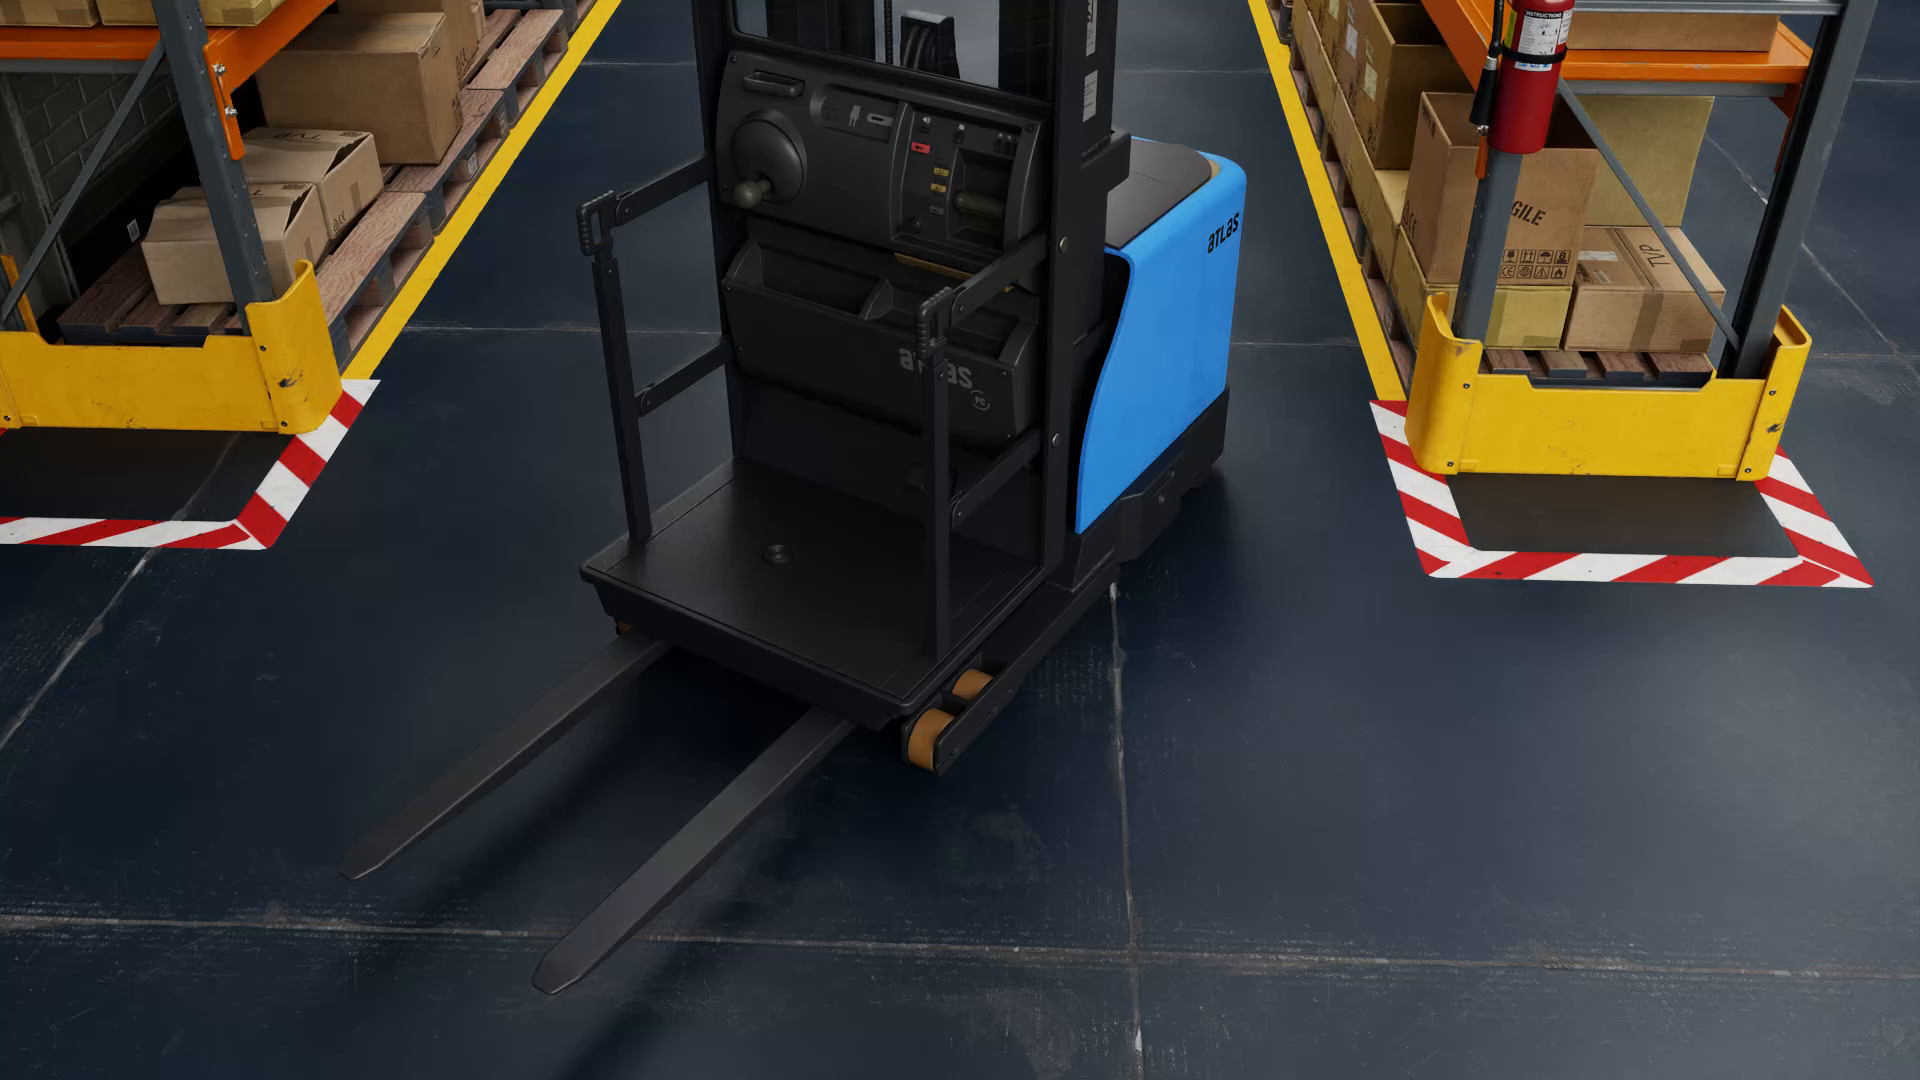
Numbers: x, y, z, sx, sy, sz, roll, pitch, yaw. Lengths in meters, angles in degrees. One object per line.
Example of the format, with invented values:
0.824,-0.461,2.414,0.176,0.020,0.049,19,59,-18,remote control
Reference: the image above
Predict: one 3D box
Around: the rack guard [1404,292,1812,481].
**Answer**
2.129,-0.513,5.545,1.175,0.500,0.348,1,35,2,rack guard

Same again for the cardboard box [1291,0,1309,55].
1.969,-2.635,8.417,0.500,0.250,0.500,1,35,2,cardboard box

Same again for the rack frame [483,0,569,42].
-2.659,-3.960,8.276,1.000,3.000,0.127,1,35,2,rack frame

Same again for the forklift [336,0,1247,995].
-0.333,-0.897,3.977,1.130,2.935,3.031,20,40,26,forklift

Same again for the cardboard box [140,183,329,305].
-2.702,-1.137,6.215,0.500,0.311,0.500,-2,35,-3,cardboard box

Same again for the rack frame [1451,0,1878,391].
2.130,-1.550,4.846,1.000,3.000,0.127,1,35,2,rack frame

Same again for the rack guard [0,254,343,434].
-2.817,-0.683,5.787,1.175,0.500,0.348,1,35,2,rack guard

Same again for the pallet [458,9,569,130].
-2.651,-2.433,8.528,1.003,0.211,1.213,1,35,2,pallet

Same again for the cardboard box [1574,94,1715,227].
2.392,-1.494,6.140,0.500,0.500,0.500,1,35,2,cardboard box

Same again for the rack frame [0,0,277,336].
-2.820,-1.662,5.006,1.000,3.000,0.127,1,35,2,rack frame

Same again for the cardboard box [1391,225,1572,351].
1.856,-0.911,5.964,0.500,0.250,0.500,1,35,2,cardboard box

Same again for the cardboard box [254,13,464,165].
-2.600,-1.963,7.225,0.700,0.500,0.500,-1,35,-1,cardboard box

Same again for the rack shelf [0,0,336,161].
-2.740,-2.517,6.848,1.077,0.370,4.000,1,35,2,rack shelf

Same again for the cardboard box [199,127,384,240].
-2.679,-1.465,6.681,0.500,0.311,0.500,4,35,6,cardboard box

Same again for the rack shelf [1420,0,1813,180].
2.210,-2.404,6.688,1.077,0.370,4.000,1,35,2,rack shelf

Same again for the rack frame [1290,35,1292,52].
2.290,-3.848,8.116,1.000,3.000,0.127,1,35,2,rack frame

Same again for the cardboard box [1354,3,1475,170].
1.879,-1.793,6.567,0.500,0.500,0.500,1,35,2,cardboard box

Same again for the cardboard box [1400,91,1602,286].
1.854,-1.218,5.749,0.500,0.500,0.500,1,35,2,cardboard box

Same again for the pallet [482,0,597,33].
-2.630,-3.267,9.714,1.003,0.211,1.213,1,35,2,pallet

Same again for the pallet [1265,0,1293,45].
2.281,-3.131,9.522,1.003,0.211,1.213,1,35,2,pallet

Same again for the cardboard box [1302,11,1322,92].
1.944,-2.348,8.008,0.500,0.250,0.500,1,35,2,cardboard box

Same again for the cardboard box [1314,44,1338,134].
1.918,-2.061,7.600,0.500,0.250,0.500,1,35,2,cardboard box

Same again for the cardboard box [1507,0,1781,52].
2.161,-1.859,5.199,0.700,0.500,0.500,1,35,2,cardboard box

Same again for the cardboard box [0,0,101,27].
-2.995,-1.882,5.432,0.500,0.250,0.500,2,35,3,cardboard box

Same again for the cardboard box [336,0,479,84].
-2.661,-2.520,8.019,0.500,0.500,0.500,-1,35,-2,cardboard box

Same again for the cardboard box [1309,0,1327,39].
1.947,-2.655,7.793,0.500,0.500,0.500,1,35,2,cardboard box

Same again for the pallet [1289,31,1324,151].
2.217,-2.251,8.269,1.003,0.211,1.213,1,35,2,pallet

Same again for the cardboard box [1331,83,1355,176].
1.904,-1.774,7.191,0.500,0.250,0.500,1,35,2,cardboard box

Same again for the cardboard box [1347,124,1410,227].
1.882,-1.486,6.782,0.500,0.250,0.500,1,35,2,cardboard box

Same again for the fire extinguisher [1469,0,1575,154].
1.661,-1.461,4.787,0.296,0.674,0.183,1,35,2,fire extinguisher

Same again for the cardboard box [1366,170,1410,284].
1.864,-1.199,6.373,0.500,0.250,0.500,1,35,2,cardboard box

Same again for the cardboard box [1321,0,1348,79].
1.919,-2.368,7.384,0.500,0.500,0.500,1,35,2,cardboard box

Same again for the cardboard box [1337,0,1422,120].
1.901,-2.080,6.975,0.500,0.500,0.500,1,35,2,cardboard box

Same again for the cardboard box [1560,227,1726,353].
2.374,-0.899,5.947,0.500,0.250,0.500,1,35,2,cardboard box

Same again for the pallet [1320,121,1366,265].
2.170,-1.548,7.269,1.003,0.211,1.213,1,35,2,pallet

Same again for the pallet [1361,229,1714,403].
2.119,-0.849,6.275,1.003,0.211,1.213,1,35,2,pallet

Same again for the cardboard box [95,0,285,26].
-2.483,-1.882,5.432,0.500,0.250,0.500,0,35,1,cardboard box

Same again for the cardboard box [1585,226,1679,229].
2.390,-1.187,6.356,0.500,0.250,0.500,1,35,2,cardboard box

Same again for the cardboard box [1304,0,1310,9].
1.959,-2.942,8.202,0.500,0.500,0.500,1,35,2,cardboard box

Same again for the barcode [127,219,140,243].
-3.101,-1.161,6.241,0.001,0.075,0.075,1,35,2,barcode

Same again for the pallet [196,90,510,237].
-2.697,-1.730,7.528,1.003,0.211,1.213,1,35,2,pallet

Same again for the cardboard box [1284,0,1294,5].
2.017,-3.140,9.135,0.500,0.250,0.500,1,35,1,cardboard box

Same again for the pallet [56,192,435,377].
-2.749,-1.031,6.533,1.003,0.211,1.213,1,35,2,pallet

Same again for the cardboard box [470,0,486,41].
-2.651,-2.673,8.526,0.380,0.166,0.250,-3,35,-4,cardboard box
